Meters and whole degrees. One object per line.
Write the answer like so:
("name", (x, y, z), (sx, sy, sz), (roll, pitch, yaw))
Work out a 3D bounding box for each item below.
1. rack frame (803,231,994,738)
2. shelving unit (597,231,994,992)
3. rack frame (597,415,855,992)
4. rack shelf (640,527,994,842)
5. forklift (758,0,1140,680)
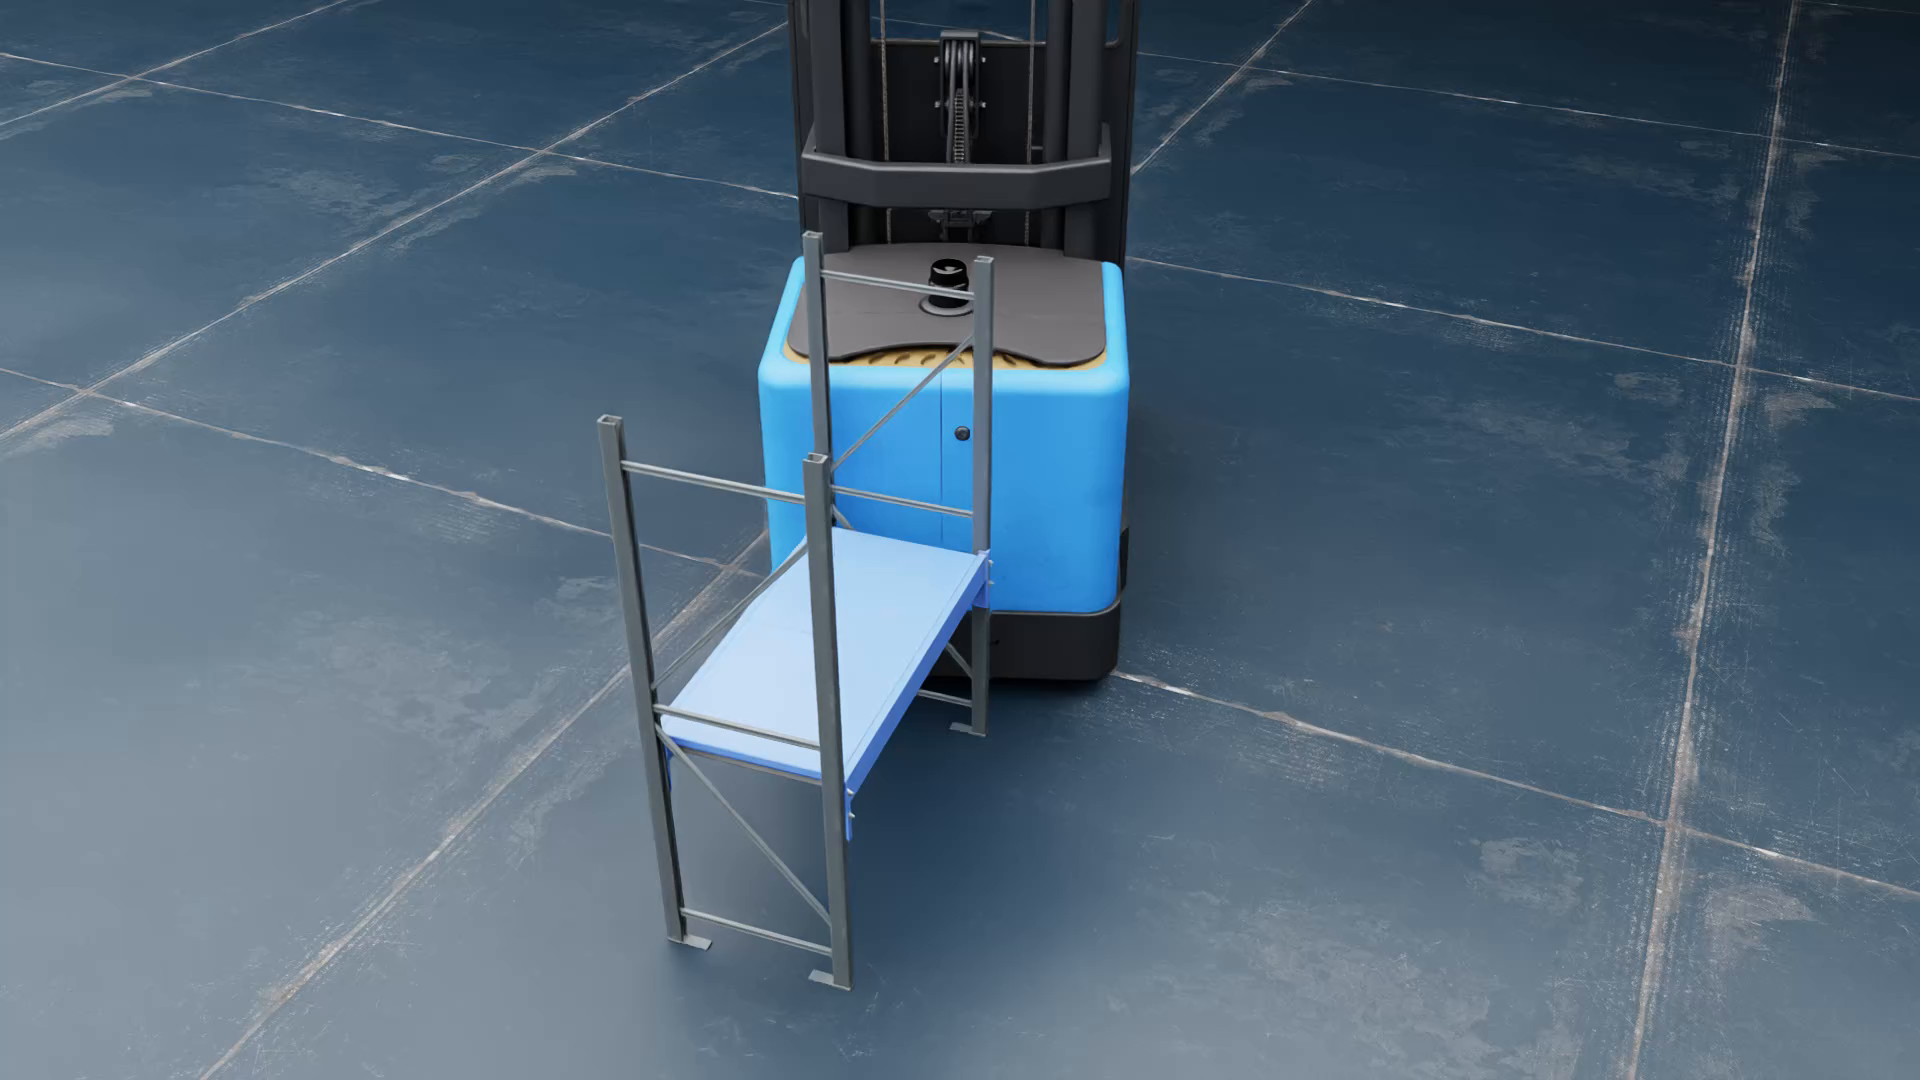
("rack frame", (-0.156, -0.101, 4.536), (0.500, 1.500, 0.032), (11, 35, 16))
("shelving unit", (-0.328, 0.162, 4.136), (0.538, 1.500, 1.048), (11, 35, 16))
("rack frame", (-0.499, 0.424, 3.736), (0.500, 1.500, 0.032), (11, 35, 16))
("rack shelf", (-0.328, 0.312, 4.234), (0.538, 0.185, 1.000), (11, 35, 16))
("forklift", (0.023, -1.586, 5.495), (1.130, 2.935, 3.031), (2, 33, 2))
